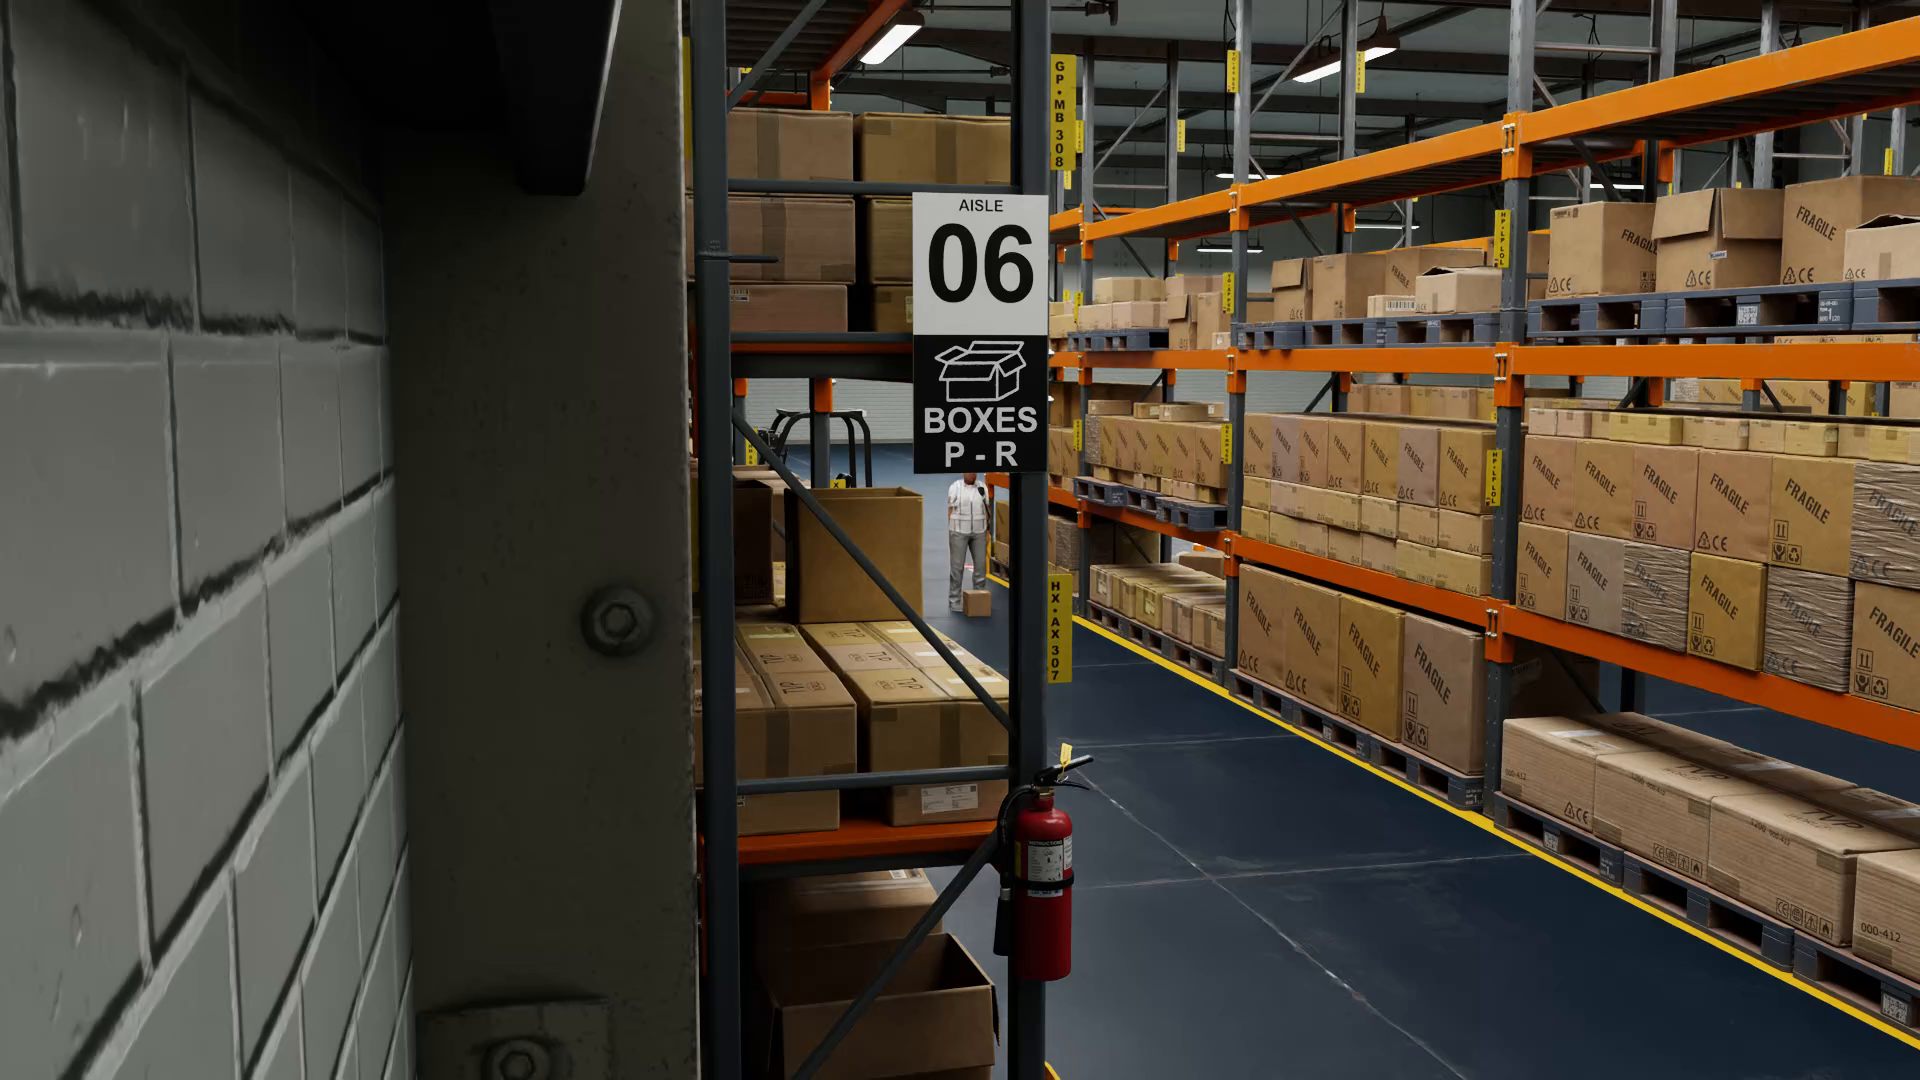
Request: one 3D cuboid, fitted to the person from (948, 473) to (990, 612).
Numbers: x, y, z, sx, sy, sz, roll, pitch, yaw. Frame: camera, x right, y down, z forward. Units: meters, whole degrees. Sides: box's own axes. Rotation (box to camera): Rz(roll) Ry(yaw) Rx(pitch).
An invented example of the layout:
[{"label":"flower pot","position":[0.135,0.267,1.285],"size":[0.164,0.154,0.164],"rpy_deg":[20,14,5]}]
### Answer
[{"label":"person","position":[0.109,-0.059,18.120],"size":[0.469,1.661,0.391],"rpy_deg":[-1,6,-13]}]
